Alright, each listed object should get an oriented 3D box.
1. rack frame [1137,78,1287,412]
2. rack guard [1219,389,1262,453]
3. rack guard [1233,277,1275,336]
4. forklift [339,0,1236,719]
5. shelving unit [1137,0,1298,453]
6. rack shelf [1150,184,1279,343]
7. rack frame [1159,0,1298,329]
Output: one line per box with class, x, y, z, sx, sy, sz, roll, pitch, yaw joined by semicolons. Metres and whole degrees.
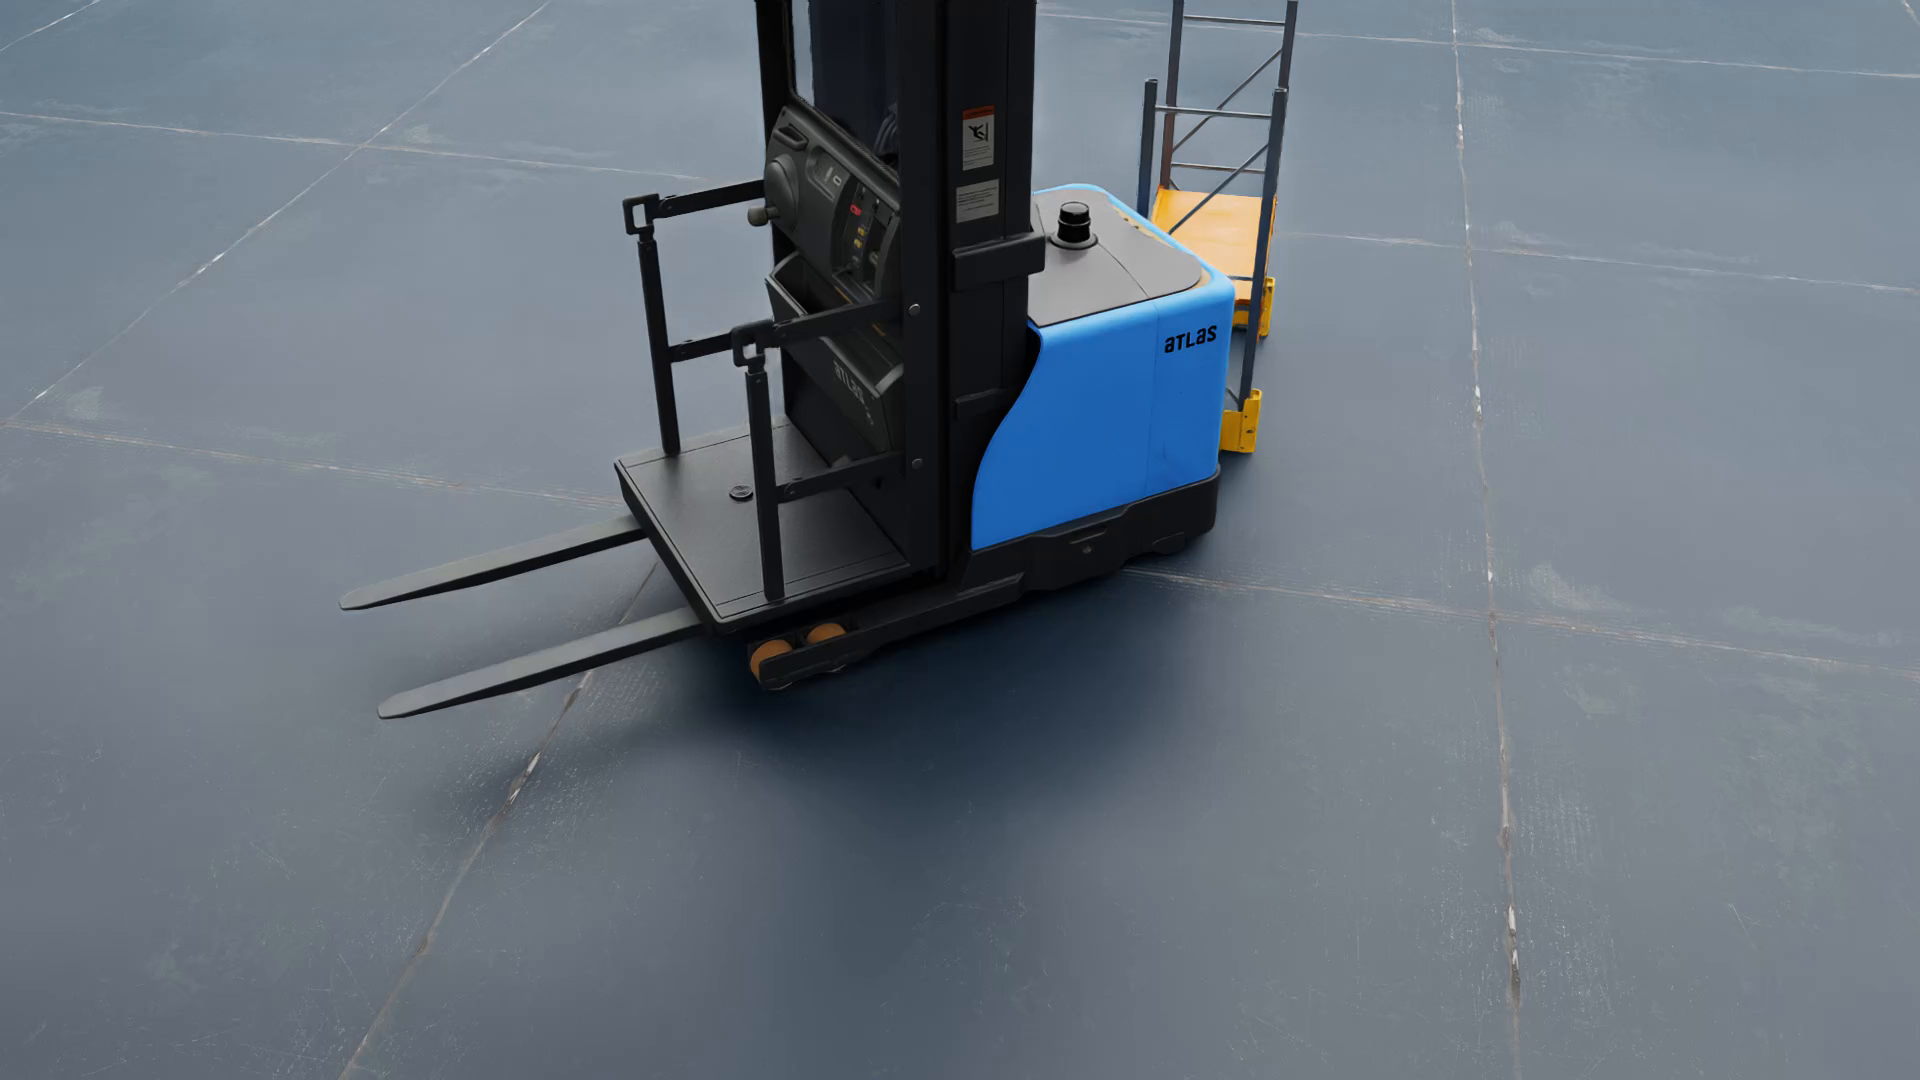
rack frame;0.912;-1.016;6.373;0.500;1.500;0.032;7;37;9
rack guard;0.912;-0.511;6.741;0.587;0.250;0.087;7;37;9
rack guard;1.115;-1.083;7.531;0.587;0.250;0.087;7;37;9
forklift;-0.593;-1.041;5.189;3.031;2.935;1.130;-17;39;-22
shelving unit;1.014;-1.303;6.769;0.587;1.500;1.083;7;37;9
rack shelf;1.016;-1.163;6.882;0.538;0.185;1.000;7;37;9
rack frame;1.119;-1.600;7.179;0.500;1.500;0.032;7;37;9
